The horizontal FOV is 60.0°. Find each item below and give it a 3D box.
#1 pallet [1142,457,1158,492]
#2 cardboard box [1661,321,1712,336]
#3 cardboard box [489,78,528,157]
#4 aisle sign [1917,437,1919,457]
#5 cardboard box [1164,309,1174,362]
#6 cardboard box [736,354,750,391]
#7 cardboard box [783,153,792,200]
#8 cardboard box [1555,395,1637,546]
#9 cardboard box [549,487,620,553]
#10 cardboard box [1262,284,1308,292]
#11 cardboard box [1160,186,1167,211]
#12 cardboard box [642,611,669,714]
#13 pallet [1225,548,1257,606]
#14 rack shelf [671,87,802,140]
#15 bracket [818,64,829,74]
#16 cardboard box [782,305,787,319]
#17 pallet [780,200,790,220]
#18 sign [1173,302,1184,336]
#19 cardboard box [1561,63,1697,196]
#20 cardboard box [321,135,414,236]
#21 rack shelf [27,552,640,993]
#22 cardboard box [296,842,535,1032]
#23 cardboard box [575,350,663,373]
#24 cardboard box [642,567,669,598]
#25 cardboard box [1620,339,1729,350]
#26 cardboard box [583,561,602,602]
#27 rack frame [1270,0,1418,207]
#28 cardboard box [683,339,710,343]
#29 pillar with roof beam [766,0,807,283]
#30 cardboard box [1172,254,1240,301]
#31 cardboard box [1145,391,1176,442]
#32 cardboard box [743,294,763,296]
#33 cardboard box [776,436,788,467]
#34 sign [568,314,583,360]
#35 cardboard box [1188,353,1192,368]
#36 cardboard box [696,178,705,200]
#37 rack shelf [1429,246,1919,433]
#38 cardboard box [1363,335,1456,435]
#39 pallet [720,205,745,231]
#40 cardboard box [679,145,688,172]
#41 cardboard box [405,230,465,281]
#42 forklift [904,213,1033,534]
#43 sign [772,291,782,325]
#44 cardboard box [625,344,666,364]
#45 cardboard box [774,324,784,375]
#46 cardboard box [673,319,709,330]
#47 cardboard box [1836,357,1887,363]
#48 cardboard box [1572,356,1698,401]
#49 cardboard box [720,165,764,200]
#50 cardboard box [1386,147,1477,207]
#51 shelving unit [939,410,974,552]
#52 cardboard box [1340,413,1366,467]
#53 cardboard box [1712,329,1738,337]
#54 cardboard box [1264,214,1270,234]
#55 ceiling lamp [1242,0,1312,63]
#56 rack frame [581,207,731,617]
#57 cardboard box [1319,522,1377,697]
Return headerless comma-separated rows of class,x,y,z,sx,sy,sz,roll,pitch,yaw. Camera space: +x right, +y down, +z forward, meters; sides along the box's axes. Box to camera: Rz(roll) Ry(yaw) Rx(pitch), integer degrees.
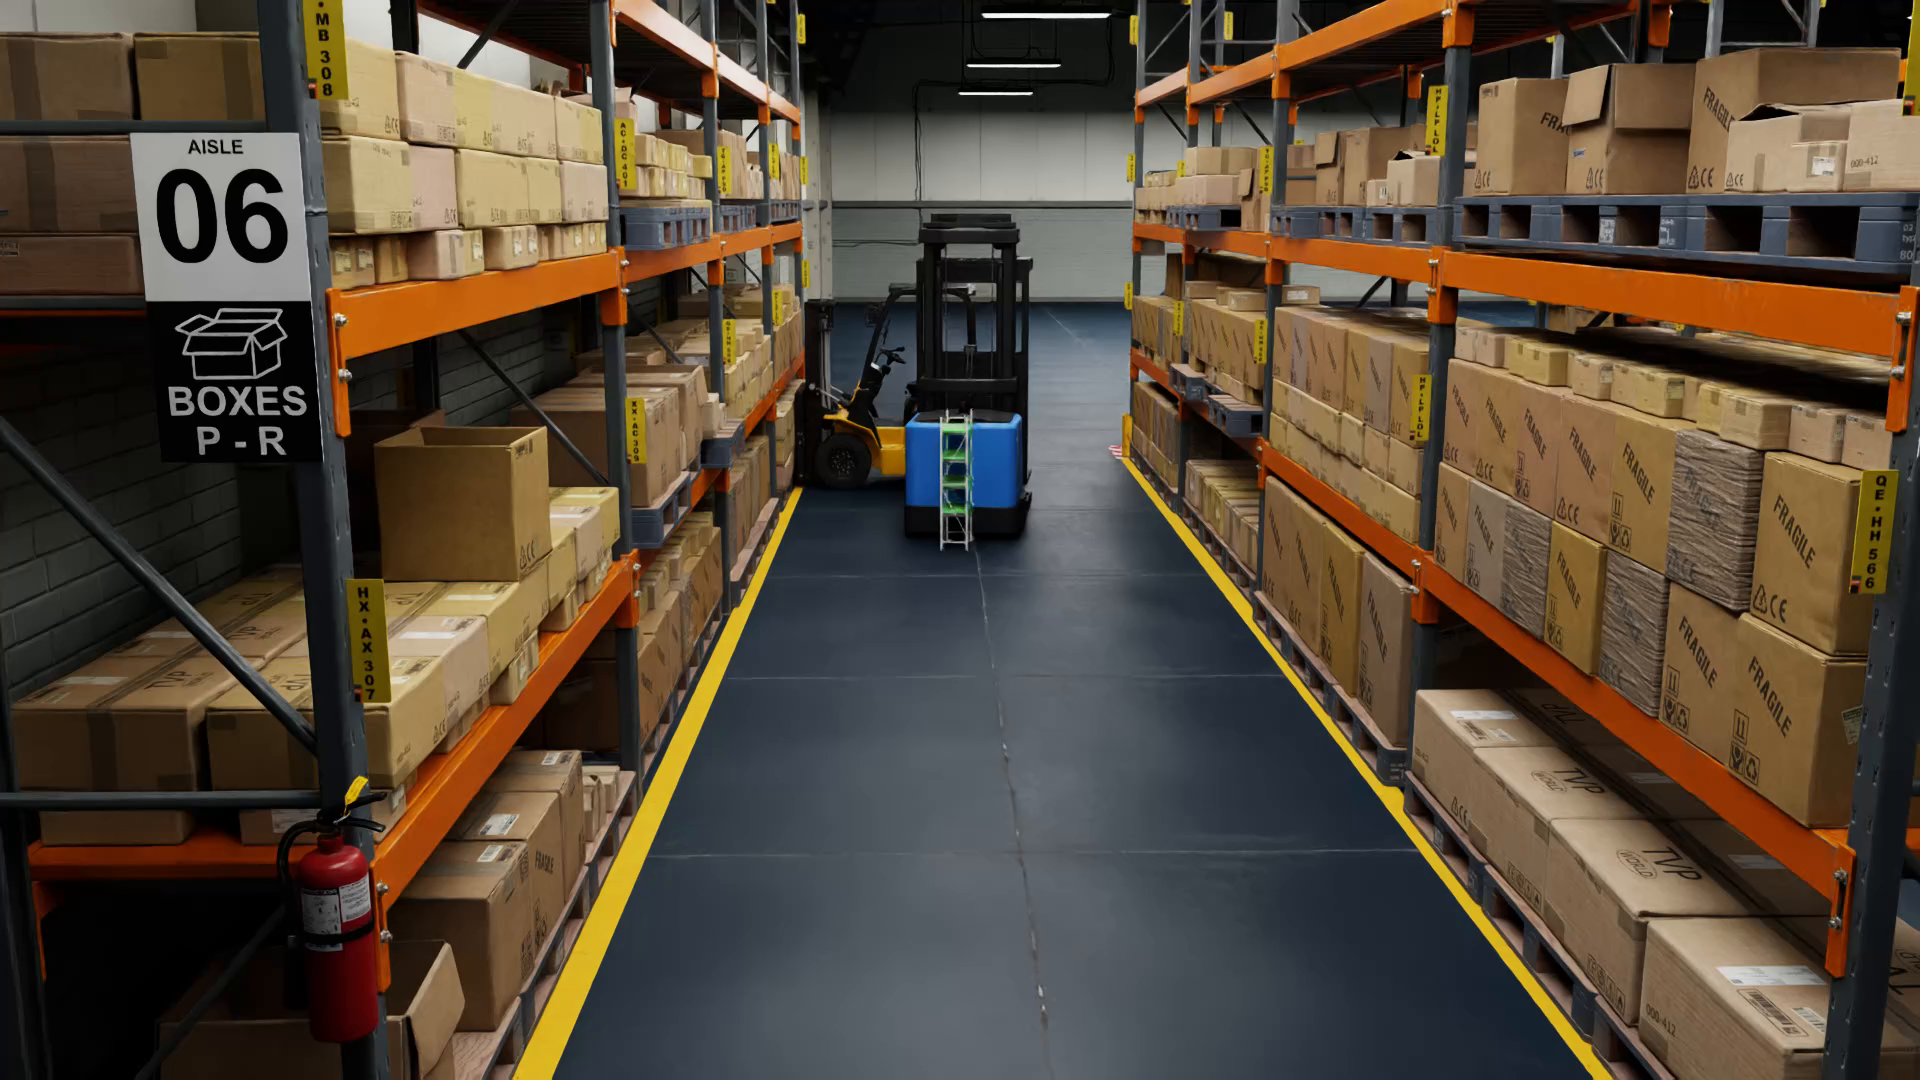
pallet,2.581,-0.731,18.321,1.003,0.211,1.213,0,11,-1
cardboard box,7.585,-1.908,16.733,0.875,0.550,0.550,0,11,-1
cardboard box,-1.851,-1.493,5.893,0.500,0.250,0.500,0,11,0
aisle sign,2.598,-0.594,4.095,0.394,0.787,0.004,0,11,-1
cardboard box,2.383,-2.105,17.083,0.500,0.500,0.500,0,11,1
cardboard box,-1.989,-1.369,13.573,0.500,0.250,0.500,-1,11,-3
cardboard box,-2.213,-3.978,18.209,0.700,0.500,0.500,0,11,-1
cardboard box,2.603,-0.271,6.277,0.500,0.500,0.500,0,11,-2
cardboard box,-1.885,-0.081,7.736,0.500,0.250,0.500,0,11,0
cardboard box,2.921,-2.212,14.919,0.380,0.149,0.250,-1,11,-3
cardboard box,2.372,-3.552,17.297,0.500,0.250,0.500,0,11,-2
cardboard box,-1.945,0.707,9.452,0.500,0.500,0.500,0,11,-2
pallet,2.726,0.286,13.311,1.003,0.211,1.213,0,11,-1
rack shelf,-2.346,-4.489,17.558,1.077,0.370,4.000,0,11,-1
bracket,-3.406,-11.747,41.464,0.235,0.232,0.430,0,11,-1
cardboard box,-2.060,-2.438,17.842,0.380,0.149,0.250,0,11,-2
pallet,-2.370,-3.538,17.822,1.003,0.211,1.213,0,11,-1
sign,2.116,-2.141,16.083,0.100,0.325,0.005,0,11,-1
cardboard box,2.884,-1.638,6.668,0.797,0.503,0.637,1,11,3
cardboard box,-1.792,-0.946,4.453,0.500,0.250,0.500,0,11,-2
rack shelf,-2.098,0.641,6.357,1.077,0.370,4.000,0,11,-1
cardboard box,-1.953,1.413,5.972,0.700,0.500,0.500,0,11,1
cardboard box,-2.367,-1.056,11.605,0.500,0.500,0.500,0,11,2
cardboard box,-1.970,0.260,10.022,0.380,0.149,0.250,0,11,1
cardboard box,3.064,-0.775,7.127,0.380,0.149,0.250,0,11,-2
cardboard box,-1.823,0.179,7.454,0.380,0.149,0.250,0,11,0
rack frame,2.741,-3.866,11.672,1.000,3.000,0.127,0,11,-1
cardboard box,-2.025,-1.542,13.422,0.380,0.149,0.250,0,11,-1
pillar with roof beam,0.782,-7.696,30.551,9.100,9.000,0.548,0,11,-1
cardboard box,2.807,-2.999,18.976,0.700,0.500,0.500,0,11,-1
cardboard box,2.334,-1.372,18.441,0.500,0.500,0.500,0,11,0
cardboard box,-2.059,-2.482,17.310,0.380,0.149,0.250,0,11,-2
cardboard box,-2.006,-0.900,16.746,0.500,0.250,0.500,0,11,-1
sign,-2.777,-1.469,12.035,0.100,0.325,0.005,0,11,-1
cardboard box,2.354,-1.692,15.623,0.380,0.149,0.250,0,11,0
cardboard box,-1.974,-2.427,11.499,0.380,0.149,0.250,0,11,0
rack shelf,2.865,-0.850,6.163,1.077,0.370,4.000,0,11,-1
cardboard box,2.545,-0.860,9.179,0.500,0.500,0.500,0,11,0
pallet,-2.351,-2.639,13.644,1.003,0.211,1.213,0,11,1
cardboard box,-1.797,-2.224,9.700,0.380,0.149,0.250,0,11,-1
cardboard box,-1.753,-0.879,5.124,0.380,0.149,0.250,0,11,0
forklift,0.146,-1.734,16.424,1.130,2.935,3.031,1,12,5
sign,-1.762,-2.232,15.997,0.100,0.325,0.005,0,11,-1
cardboard box,-2.492,-1.439,12.914,0.380,0.149,0.250,0,11,-1
cardboard box,-2.080,-1.941,17.024,0.500,0.500,0.500,0,11,0
cardboard box,-2.512,-1.996,15.661,0.380,0.149,0.250,0,11,-2
cardboard box,7.401,-1.203,13.382,0.500,0.500,0.500,0,11,-1
cardboard box,2.583,-0.621,6.368,0.380,0.149,0.250,0,11,-1
cardboard box,-2.046,-3.238,15.038,0.500,0.311,0.500,-1,11,-3
cardboard box,2.595,-1.937,8.877,0.500,0.311,0.500,0,11,-1
shelving unit,-0.029,-0.535,14.866,0.258,1.200,0.503,1,12,6
cardboard box,2.537,-0.591,9.738,0.500,0.250,0.500,0,11,0
cardboard box,7.621,-2.202,15.791,0.700,0.500,0.500,0,11,-2
cardboard box,2.511,-2.384,12.543,0.380,0.149,0.250,0,11,-1
ceiling lamp,8.323,-13.399,43.980,2.000,3.185,0.800,0,11,-1
rack frame,-2.222,-0.905,12.164,1.000,3.000,0.127,0,11,-1
cardboard box,2.704,0.402,10.009,0.875,0.875,0.875,0,11,0
